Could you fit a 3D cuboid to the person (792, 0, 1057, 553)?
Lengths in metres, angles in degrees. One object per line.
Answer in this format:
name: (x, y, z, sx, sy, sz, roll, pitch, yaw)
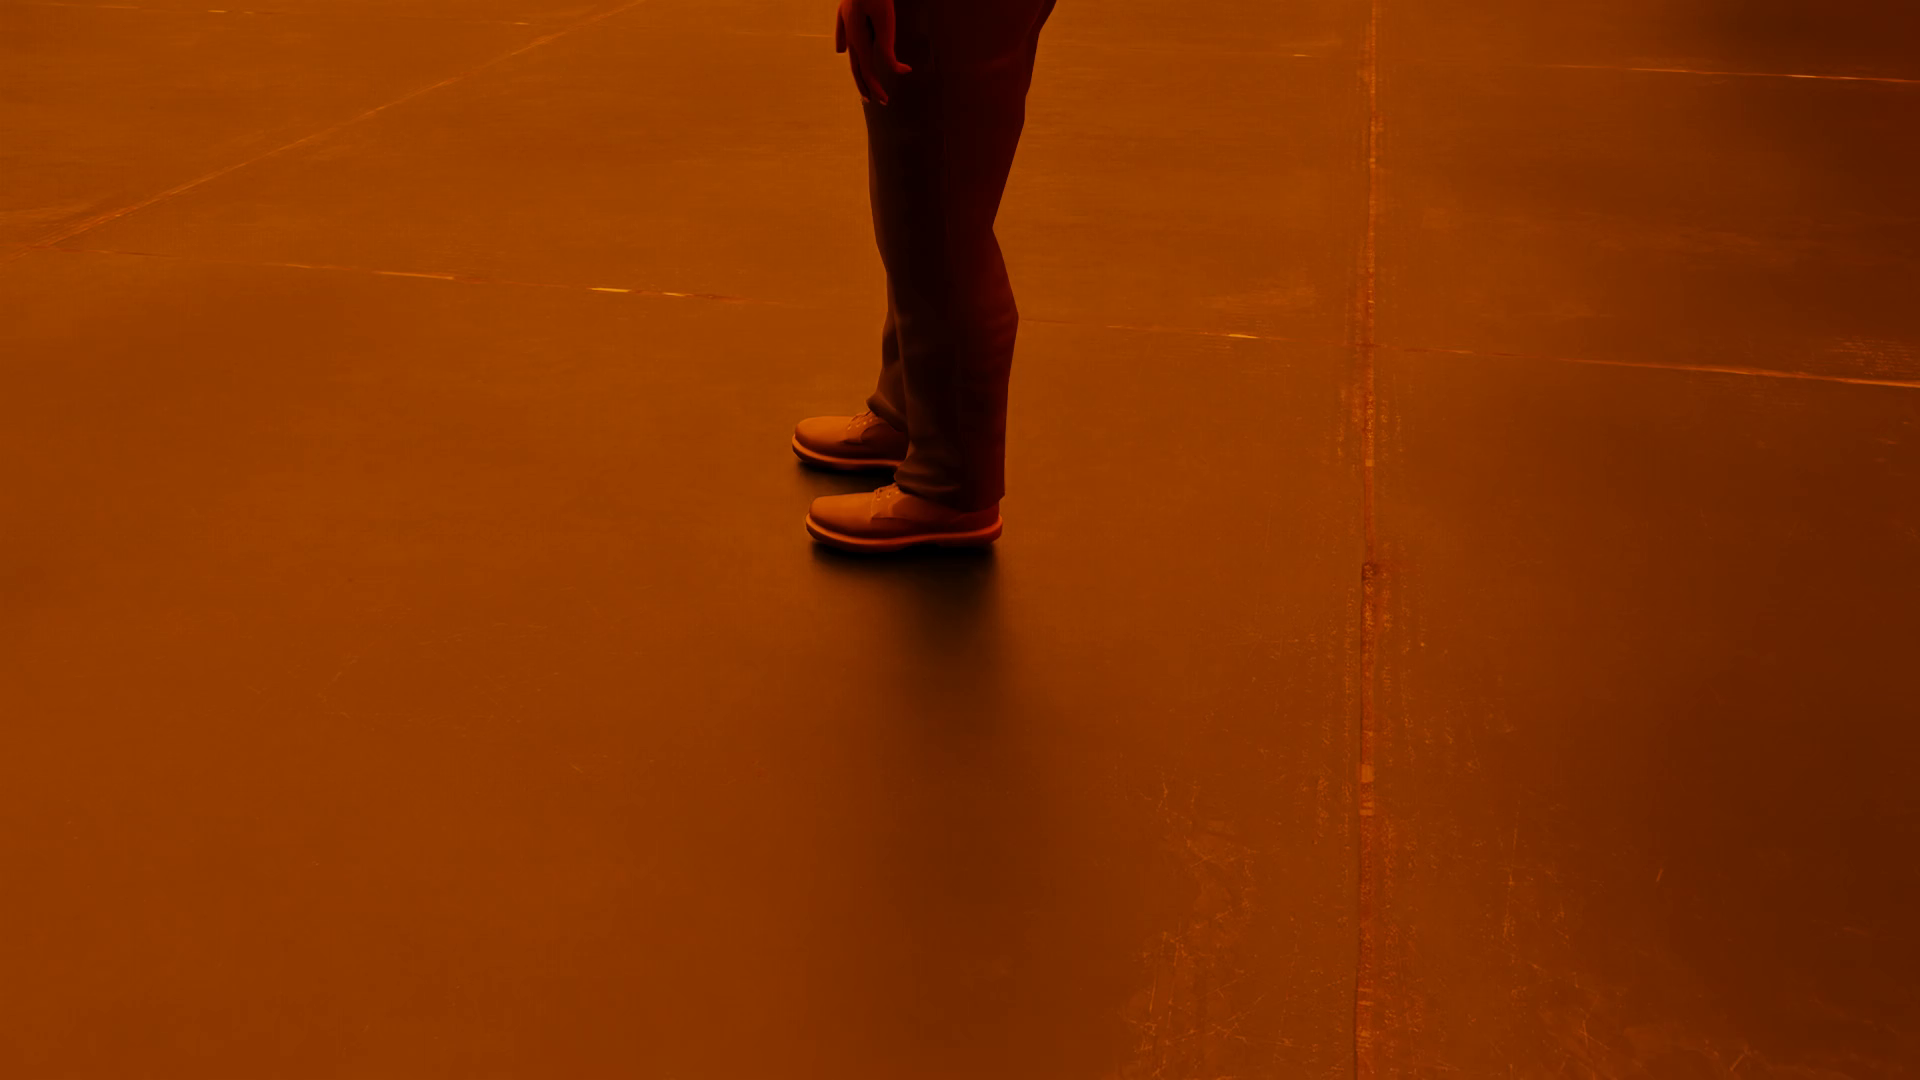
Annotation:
person: (-0.081, -0.763, 2.159, 0.503, 1.656, 0.569, 6, 27, 11)
